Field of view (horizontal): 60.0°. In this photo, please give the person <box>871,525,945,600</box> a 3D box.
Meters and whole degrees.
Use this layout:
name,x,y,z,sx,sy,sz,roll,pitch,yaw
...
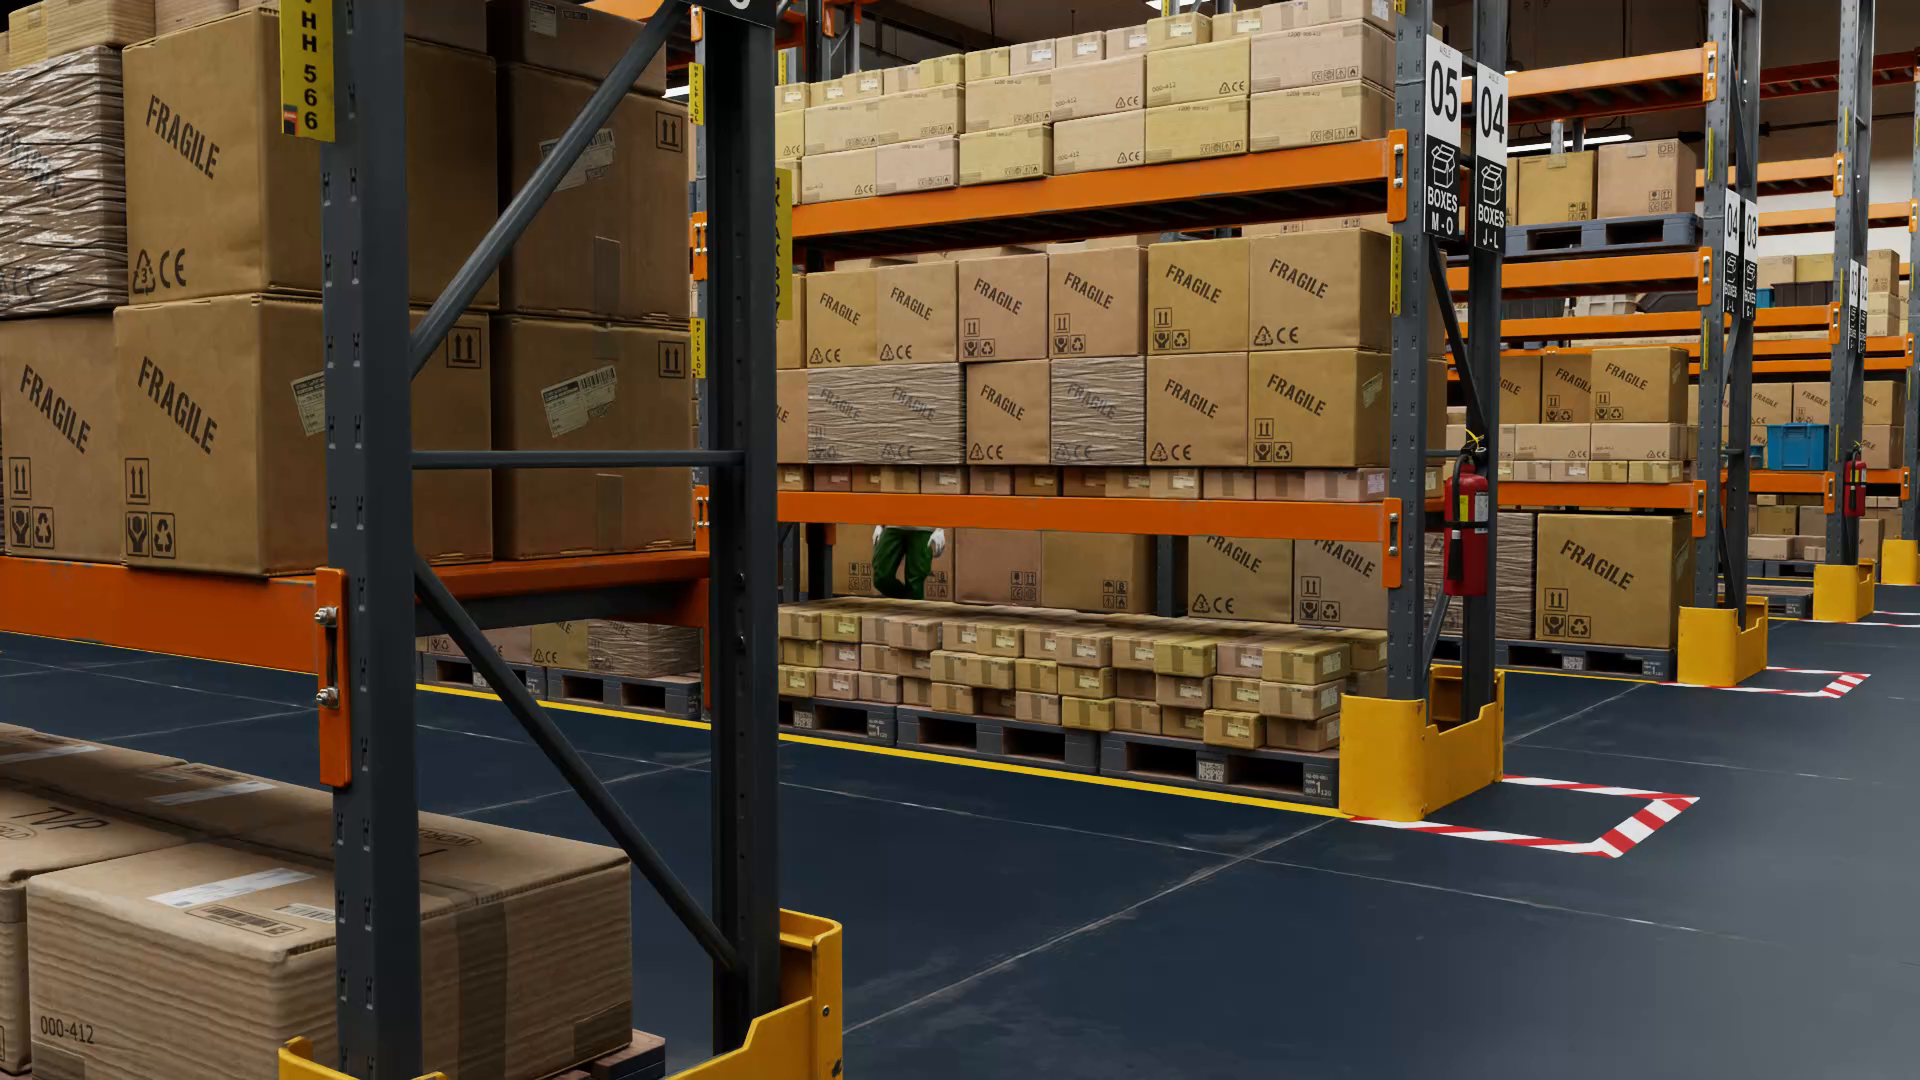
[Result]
name,x,y,z,sx,sy,sz,roll,pitch,yaw
person,-0.368,-0.064,12.309,0.591,1.780,0.562,1,3,18
